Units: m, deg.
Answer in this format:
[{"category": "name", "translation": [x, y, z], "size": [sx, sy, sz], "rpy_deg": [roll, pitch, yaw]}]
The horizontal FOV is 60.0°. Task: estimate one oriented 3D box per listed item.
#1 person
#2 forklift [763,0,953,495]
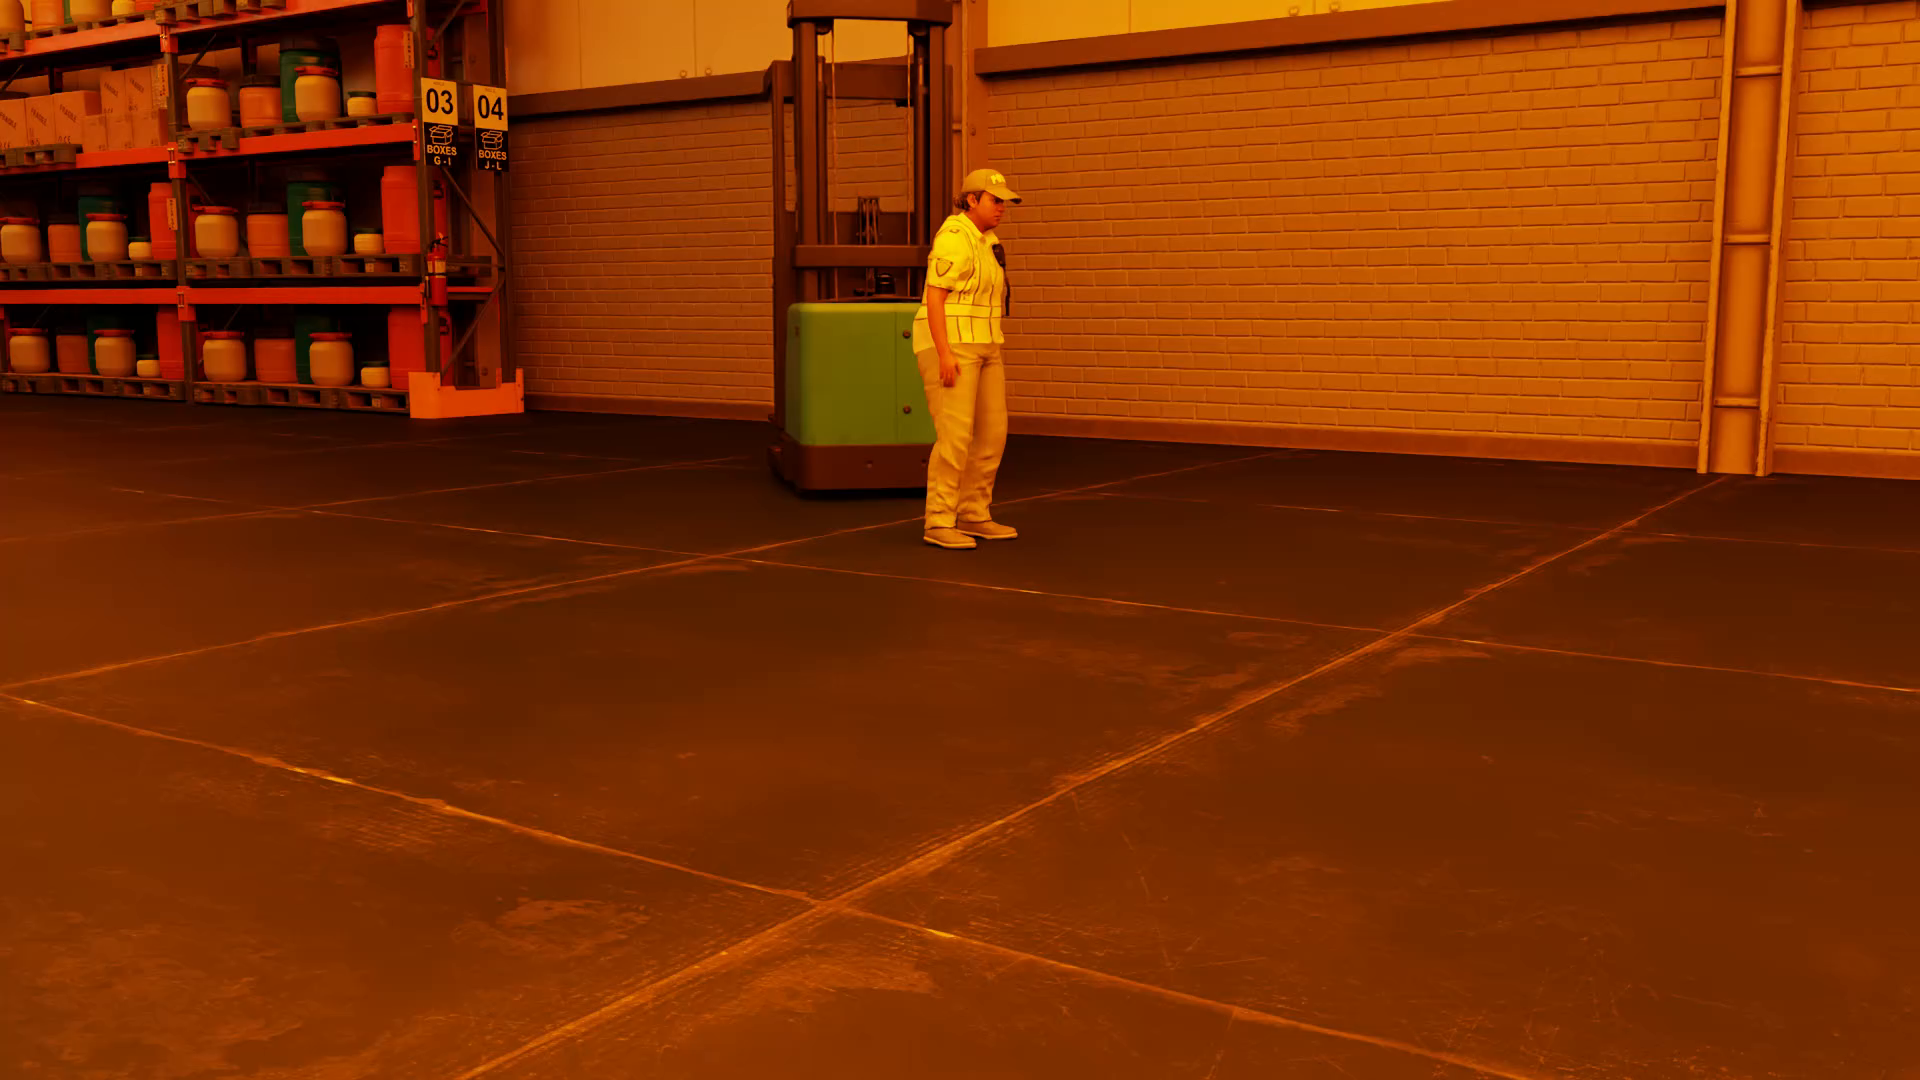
[{"category": "person", "translation": [0.040, -0.820, 7.464], "size": [0.467, 1.665, 0.560], "rpy_deg": [5, 9, 30]}, {"category": "forklift", "translation": [-0.634, -1.872, 10.357], "size": [1.130, 2.935, 3.031], "rpy_deg": [-2, 8, -11]}]
